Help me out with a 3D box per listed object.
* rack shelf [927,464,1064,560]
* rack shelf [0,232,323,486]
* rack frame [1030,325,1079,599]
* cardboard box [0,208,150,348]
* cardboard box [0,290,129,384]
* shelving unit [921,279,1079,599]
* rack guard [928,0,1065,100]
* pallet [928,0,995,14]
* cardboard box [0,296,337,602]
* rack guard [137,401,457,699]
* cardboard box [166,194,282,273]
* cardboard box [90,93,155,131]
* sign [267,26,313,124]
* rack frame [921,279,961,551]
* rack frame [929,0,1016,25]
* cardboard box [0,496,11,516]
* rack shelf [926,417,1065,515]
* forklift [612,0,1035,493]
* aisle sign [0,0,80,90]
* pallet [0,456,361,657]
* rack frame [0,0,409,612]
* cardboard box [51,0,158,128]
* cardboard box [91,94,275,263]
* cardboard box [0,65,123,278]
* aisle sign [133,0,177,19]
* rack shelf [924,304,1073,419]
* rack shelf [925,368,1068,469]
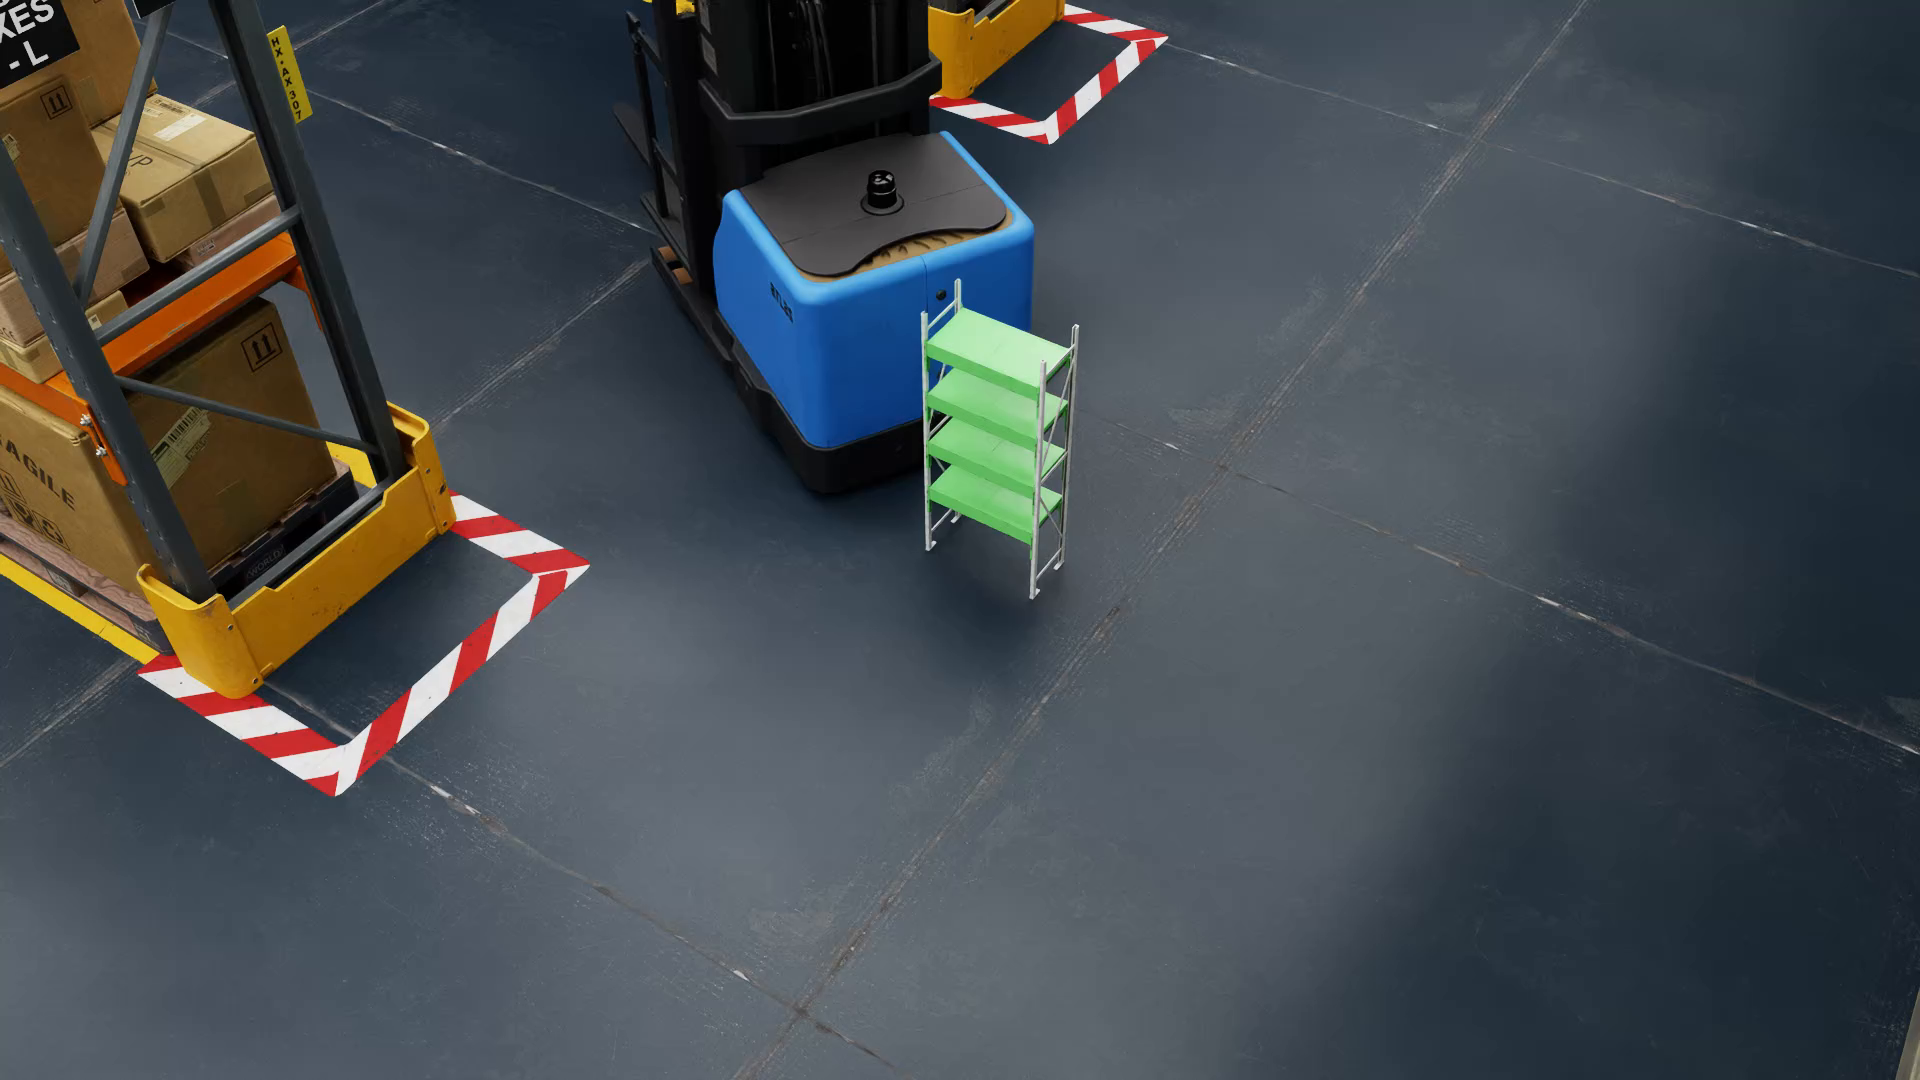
[{"bbox_3d":[0.139,-0.142,6.475,0.480,0.148,0.258,25,51,22],"label":"rack shelf"},{"bbox_3d":[-4.207,-1.388,6.509,4.000,0.370,1.077,25,51,22],"label":"rack shelf"},{"bbox_3d":[0.345,-0.260,6.166,0.015,1.200,0.240,25,51,22],"label":"rack frame"},{"bbox_3d":[-3.075,-0.943,5.472,0.500,0.250,0.500,24,50,22],"label":"cardboard box"},{"bbox_3d":[-3.001,-0.716,5.529,0.250,0.149,0.380,26,51,23],"label":"cardboard box"},{"bbox_3d":[0.139,-0.354,6.257,0.503,1.200,0.258,25,51,22],"label":"shelving unit"},{"bbox_3d":[0.178,-2.982,9.299,0.348,0.500,1.175,25,51,22],"label":"rack guard"},{"bbox_3d":[-0.523,-3.225,9.737,1.213,0.211,1.003,25,51,22],"label":"pallet"},{"bbox_3d":[-3.105,-0.470,6.303,0.875,0.875,0.875,25,51,22],"label":"cardboard box"},{"bbox_3d":[-2.503,0.016,6.386,0.348,0.500,1.175,25,51,22],"label":"rack guard"},{"bbox_3d":[-2.644,-1.113,5.915,0.250,0.149,0.380,25,51,23],"label":"cardboard box"},{"bbox_3d":[-3.223,-1.462,5.976,0.500,0.250,0.500,24,51,22],"label":"cardboard box"},{"bbox_3d":[-2.219,-1.526,5.483,0.005,0.325,0.100,25,51,22],"label":"sign"},{"bbox_3d":[-0.066,-0.449,6.349,0.015,1.200,0.240,25,51,22],"label":"rack frame"},{"bbox_3d":[0.150,-3.854,8.404,0.127,3.000,1.000,25,51,22],"label":"rack frame"},{"bbox_3d":[-3.871,-0.822,6.646,0.875,0.875,0.875,25,51,22],"label":"cardboard box"},{"bbox_3d":[0.139,-0.310,6.303,0.480,0.148,0.258,25,51,22],"label":"rack shelf"},{"bbox_3d":[-0.815,-2.274,6.916,1.130,2.935,3.031,-20,49,-19],"label":"forklift"},{"bbox_3d":[-2.625,-1.561,4.363,0.004,0.787,0.394,25,51,22],"label":"aisle sign"},{"bbox_3d":[-3.239,-0.155,6.753,1.213,0.211,1.003,25,51,22],"label":"pallet"},{"bbox_3d":[-2.524,-0.864,5.498,0.127,3.000,1.000,25,51,22],"label":"rack frame"},{"bbox_3d":[-3.203,-1.719,5.703,0.500,0.500,0.500,24,50,21],"label":"cardboard box"},{"bbox_3d":[-2.782,-1.264,5.784,0.500,0.250,0.500,23,50,21],"label":"cardboard box"},{"bbox_3d":[-3.076,-1.207,5.205,0.500,0.500,0.500,25,51,23],"label":"cardboard box"},{"bbox_3d":[-2.301,-1.923,4.715,0.004,0.787,0.394,25,51,22],"label":"aisle sign"},{"bbox_3d":[0.139,-0.644,5.959,0.480,0.148,0.258,25,51,22],"label":"rack shelf"},{"bbox_3d":[0.139,-0.477,6.131,0.480,0.148,0.258,25,51,22],"label":"rack shelf"}]
